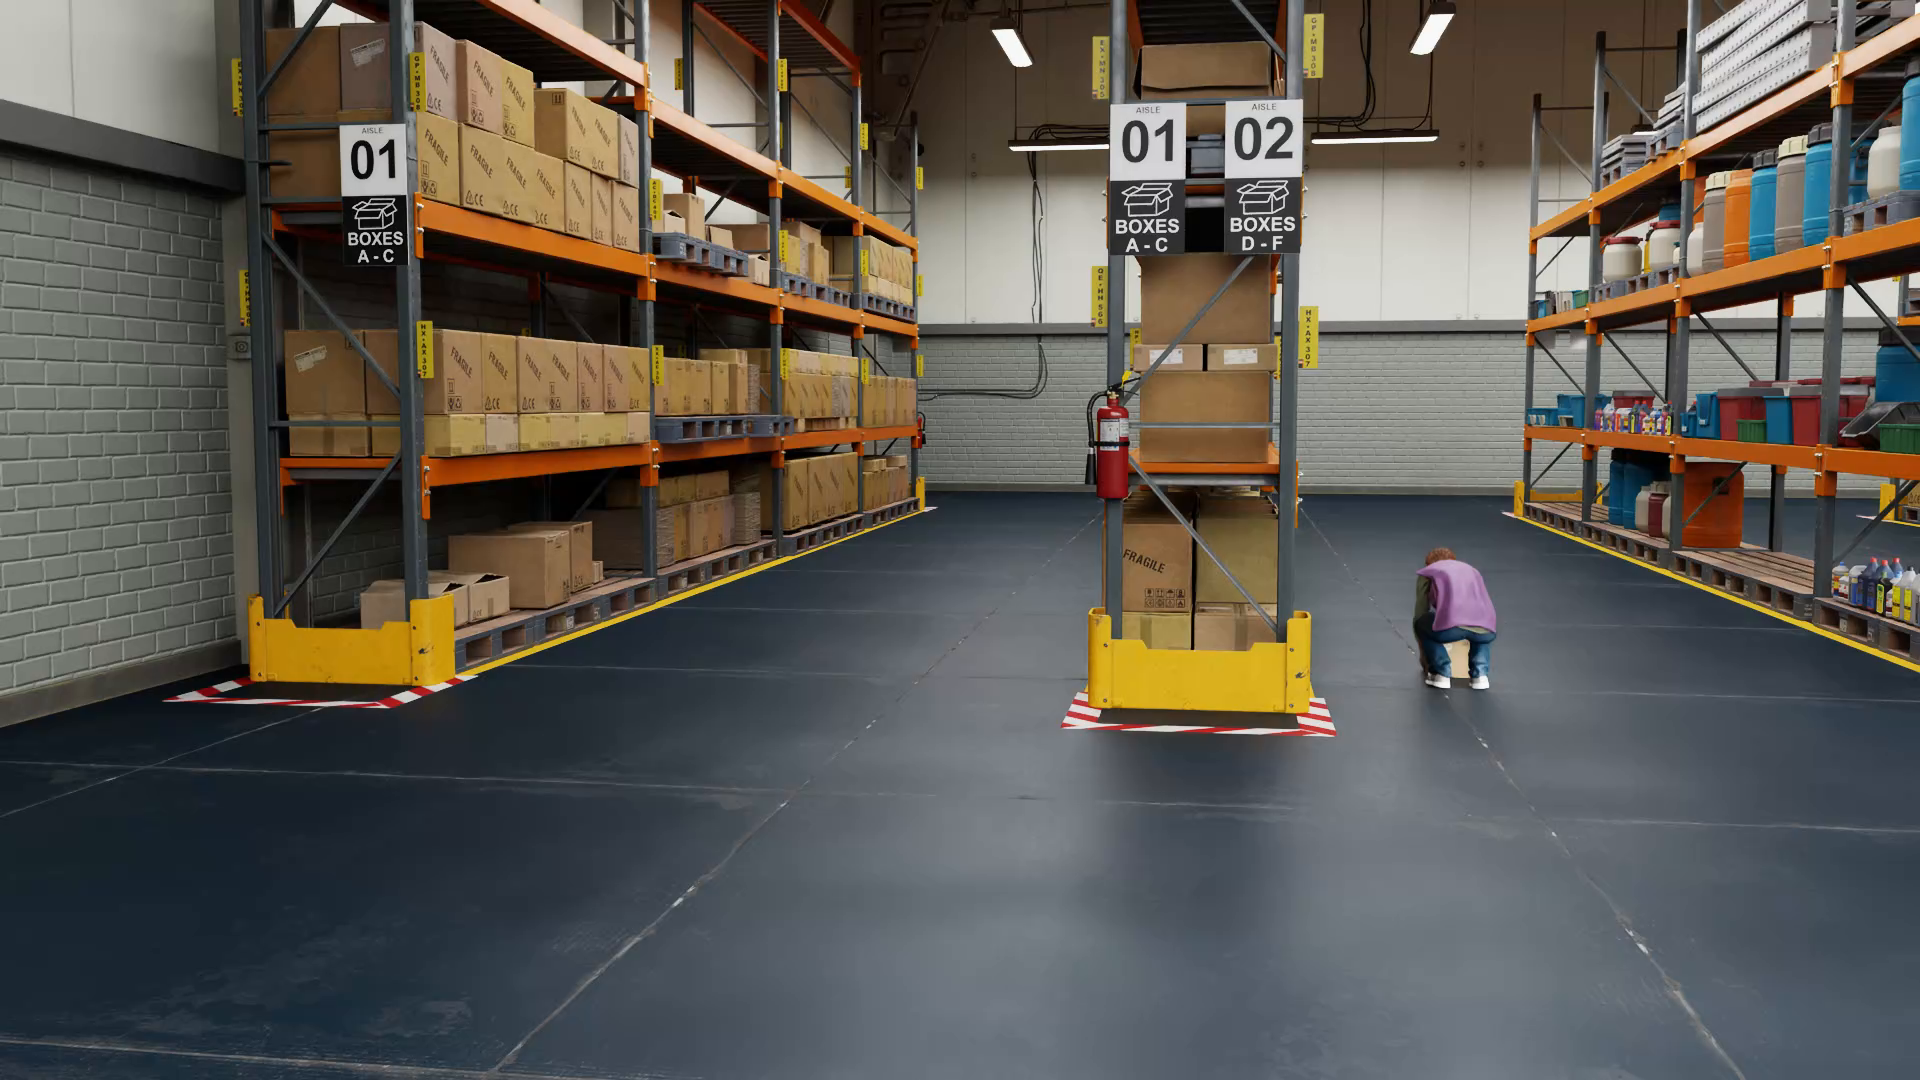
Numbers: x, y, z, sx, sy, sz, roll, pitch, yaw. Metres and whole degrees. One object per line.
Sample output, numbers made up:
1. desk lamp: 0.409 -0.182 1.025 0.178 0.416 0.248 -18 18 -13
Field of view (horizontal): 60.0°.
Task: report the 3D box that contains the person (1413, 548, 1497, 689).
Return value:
1. person: 2.871 0.455 9.643 0.437 0.774 0.805 1 5 8
